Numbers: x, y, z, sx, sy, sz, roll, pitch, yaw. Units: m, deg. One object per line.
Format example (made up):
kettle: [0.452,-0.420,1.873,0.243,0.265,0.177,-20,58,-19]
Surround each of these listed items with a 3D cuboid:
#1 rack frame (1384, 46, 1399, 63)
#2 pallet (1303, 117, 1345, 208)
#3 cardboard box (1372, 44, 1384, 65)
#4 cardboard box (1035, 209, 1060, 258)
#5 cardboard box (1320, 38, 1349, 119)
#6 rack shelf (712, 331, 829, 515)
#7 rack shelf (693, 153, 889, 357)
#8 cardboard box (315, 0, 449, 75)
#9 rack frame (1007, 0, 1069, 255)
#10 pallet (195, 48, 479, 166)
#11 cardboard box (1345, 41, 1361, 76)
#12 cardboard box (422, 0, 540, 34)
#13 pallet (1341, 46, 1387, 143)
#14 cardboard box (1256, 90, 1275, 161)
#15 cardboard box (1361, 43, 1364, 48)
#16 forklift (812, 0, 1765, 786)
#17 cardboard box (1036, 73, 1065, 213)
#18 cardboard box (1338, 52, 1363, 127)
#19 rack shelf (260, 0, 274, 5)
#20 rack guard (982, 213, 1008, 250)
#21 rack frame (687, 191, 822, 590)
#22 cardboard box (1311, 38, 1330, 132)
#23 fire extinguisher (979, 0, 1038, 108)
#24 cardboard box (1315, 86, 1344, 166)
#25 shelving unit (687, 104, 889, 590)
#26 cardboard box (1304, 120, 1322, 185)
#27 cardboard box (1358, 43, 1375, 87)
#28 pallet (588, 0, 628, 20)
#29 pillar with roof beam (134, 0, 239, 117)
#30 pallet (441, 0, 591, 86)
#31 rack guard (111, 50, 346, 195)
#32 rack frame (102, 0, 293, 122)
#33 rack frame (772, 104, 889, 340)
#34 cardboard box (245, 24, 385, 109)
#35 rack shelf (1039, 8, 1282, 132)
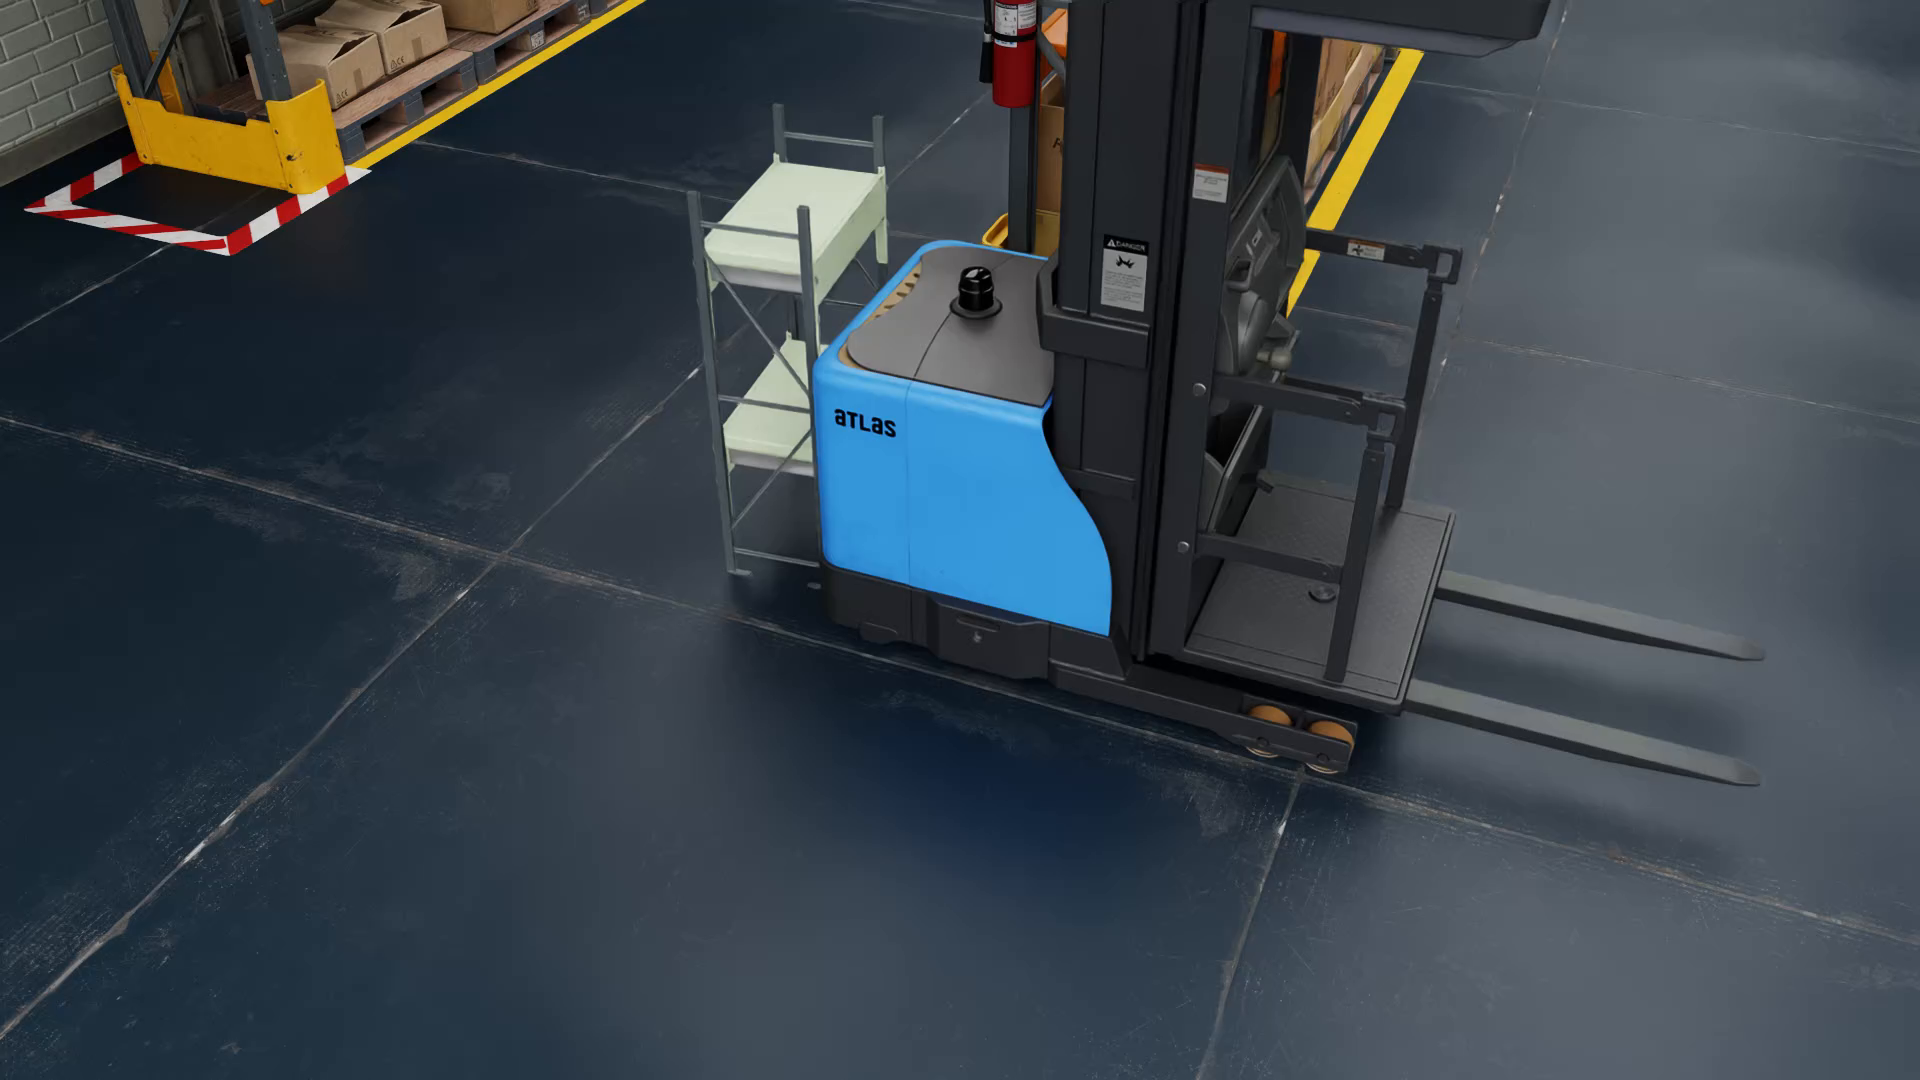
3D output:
rack frame: [2.212,-4.261,9.446,1.000,3.000,0.127,14,39,18]
pallet: [1.408,-2.036,8.798,1.003,0.211,1.213,14,39,18]
cardboard box: [2.238,-3.022,9.733,0.500,0.250,0.500,14,39,18]
cardboard box: [0.621,-1.478,7.668,0.500,0.250,0.500,14,39,18]
cardboard box: [1.673,-2.490,8.396,0.500,0.500,0.500,14,39,18]
rack shelf: [-0.557,-0.403,6.082,0.431,0.370,0.720,10,38,13]
rack shelf: [-0.557,-0.977,5.653,0.431,0.370,0.720,10,38,13]
cardboard box: [-3.329,-2.951,9.571,0.500,0.311,0.500,17,40,21]
rack frame: [0.691,-2.047,6.483,1.000,3.000,0.127,14,39,18]
pallet: [-3.521,-2.540,9.472,1.003,0.211,1.213,14,39,18]
cardboard box: [1.850,-2.770,8.770,0.500,0.500,0.500,14,39,18]
cardboard box: [-3.003,-3.421,10.042,0.700,0.500,0.500,11,38,15]
pallet: [1.871,-2.714,9.704,1.003,0.211,1.213,14,39,18]
cardboard box: [1.289,-1.938,7.656,0.500,0.500,0.500,14,39,18]
cardboard box: [2.037,-3.048,9.142,0.500,0.500,0.500,14,39,18]
forklift: [1.086,-0.798,4.869,3.031,2.935,1.130,14,39,18]
cardboard box: [0.619,-1.779,7.444,0.500,0.500,0.500,14,39,18]
cardboard box: [1.862,-2.467,8.991,0.500,0.250,0.500,14,39,18]
rack shelf: [-3.131,-3.992,9.687,1.077,0.370,4.000,14,39,18]
rack guard: [0.681,-1.032,7.214,1.175,0.500,0.348,14,39,18]
rack frame: [-0.658,-0.454,5.605,0.400,1.500,0.023,10,38,13]
cardboard box: [1.467,-2.217,8.031,0.500,0.500,0.500,14,39,18]
fire extinguisher: [0.216,-2.056,6.560,0.296,0.674,0.183,14,39,18]
cardboard box: [1.673,-2.190,8.620,0.500,0.250,0.500,14,39,18]
shelving unit: [-0.557,-0.665,5.886,0.431,1.500,0.755,10,38,13]
cardboard box: [1.478,-1.914,8.252,0.500,0.250,0.500,14,39,18]
cardboard box: [2.039,-2.747,9.366,0.500,0.250,0.500,14,39,18]
pallet: [-2.593,-3.891,11.279,1.003,0.211,1.213,14,39,18]
pillar with roof beam: [-0.444,-5.180,5.664,9.100,9.000,0.400,14,39,18]
pallet: [-3.056,-3.213,10.373,1.003,0.211,1.213,14,39,18]
rack guard: [-3.863,-2.214,8.795,1.175,0.500,0.348,14,39,18]
rack frame: [-3.892,-3.173,7.990,1.000,3.000,0.127,14,39,18]
rack frame: [-0.455,-0.875,6.168,0.400,1.500,0.023,10,38,13]
cardboard box: [-3.546,-2.635,9.148,0.500,0.311,0.500,10,38,13]
rack shelf: [1.451,-2.866,8.180,1.077,0.370,4.000,14,39,18]
